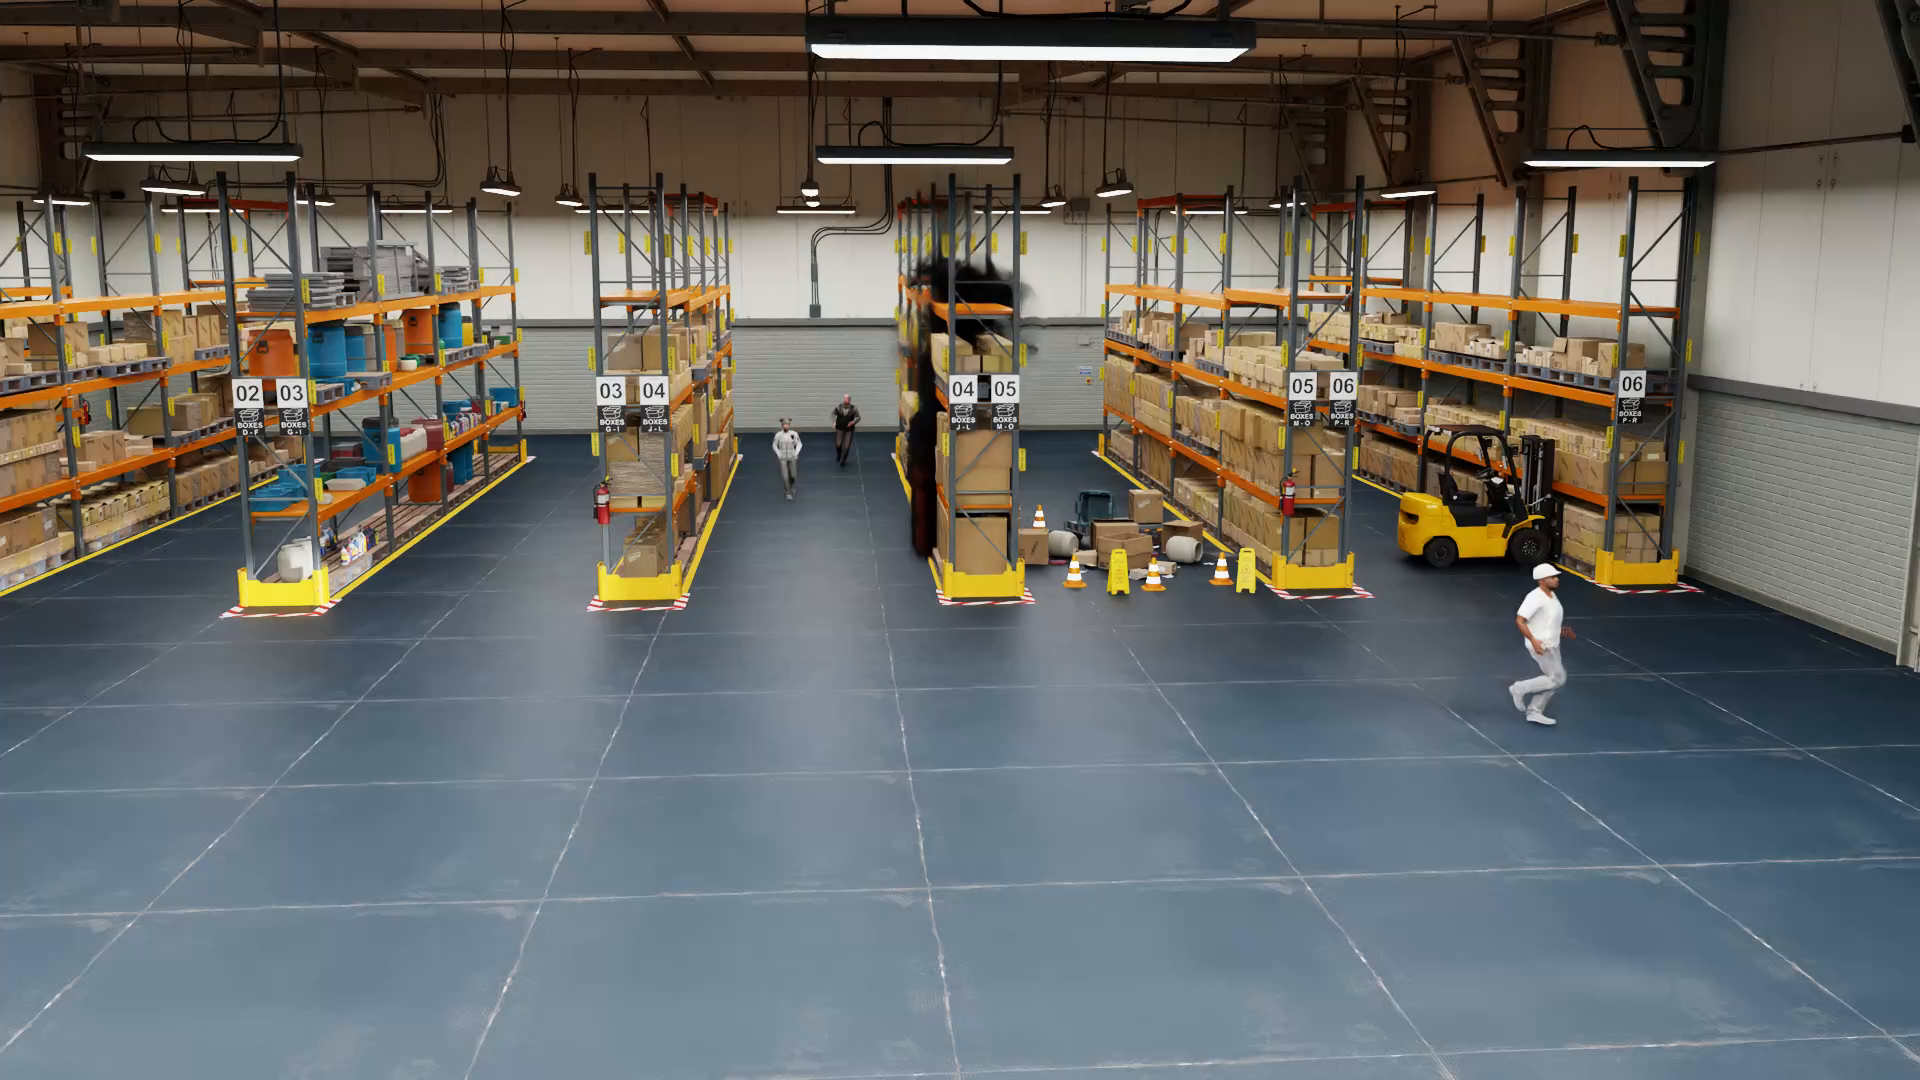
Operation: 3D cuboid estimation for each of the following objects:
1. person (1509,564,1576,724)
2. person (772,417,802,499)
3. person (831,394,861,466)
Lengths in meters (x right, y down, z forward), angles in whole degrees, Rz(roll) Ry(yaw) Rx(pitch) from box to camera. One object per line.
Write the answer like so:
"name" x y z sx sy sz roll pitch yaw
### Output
"person" 6.156 1.096 17.555 0.584 1.714 0.703 7 12 36
"person" -3.442 -1.632 33.174 0.592 1.651 0.539 -1 10 -6
"person" -2.622 -2.517 38.182 0.693 1.668 0.514 0 10 0
